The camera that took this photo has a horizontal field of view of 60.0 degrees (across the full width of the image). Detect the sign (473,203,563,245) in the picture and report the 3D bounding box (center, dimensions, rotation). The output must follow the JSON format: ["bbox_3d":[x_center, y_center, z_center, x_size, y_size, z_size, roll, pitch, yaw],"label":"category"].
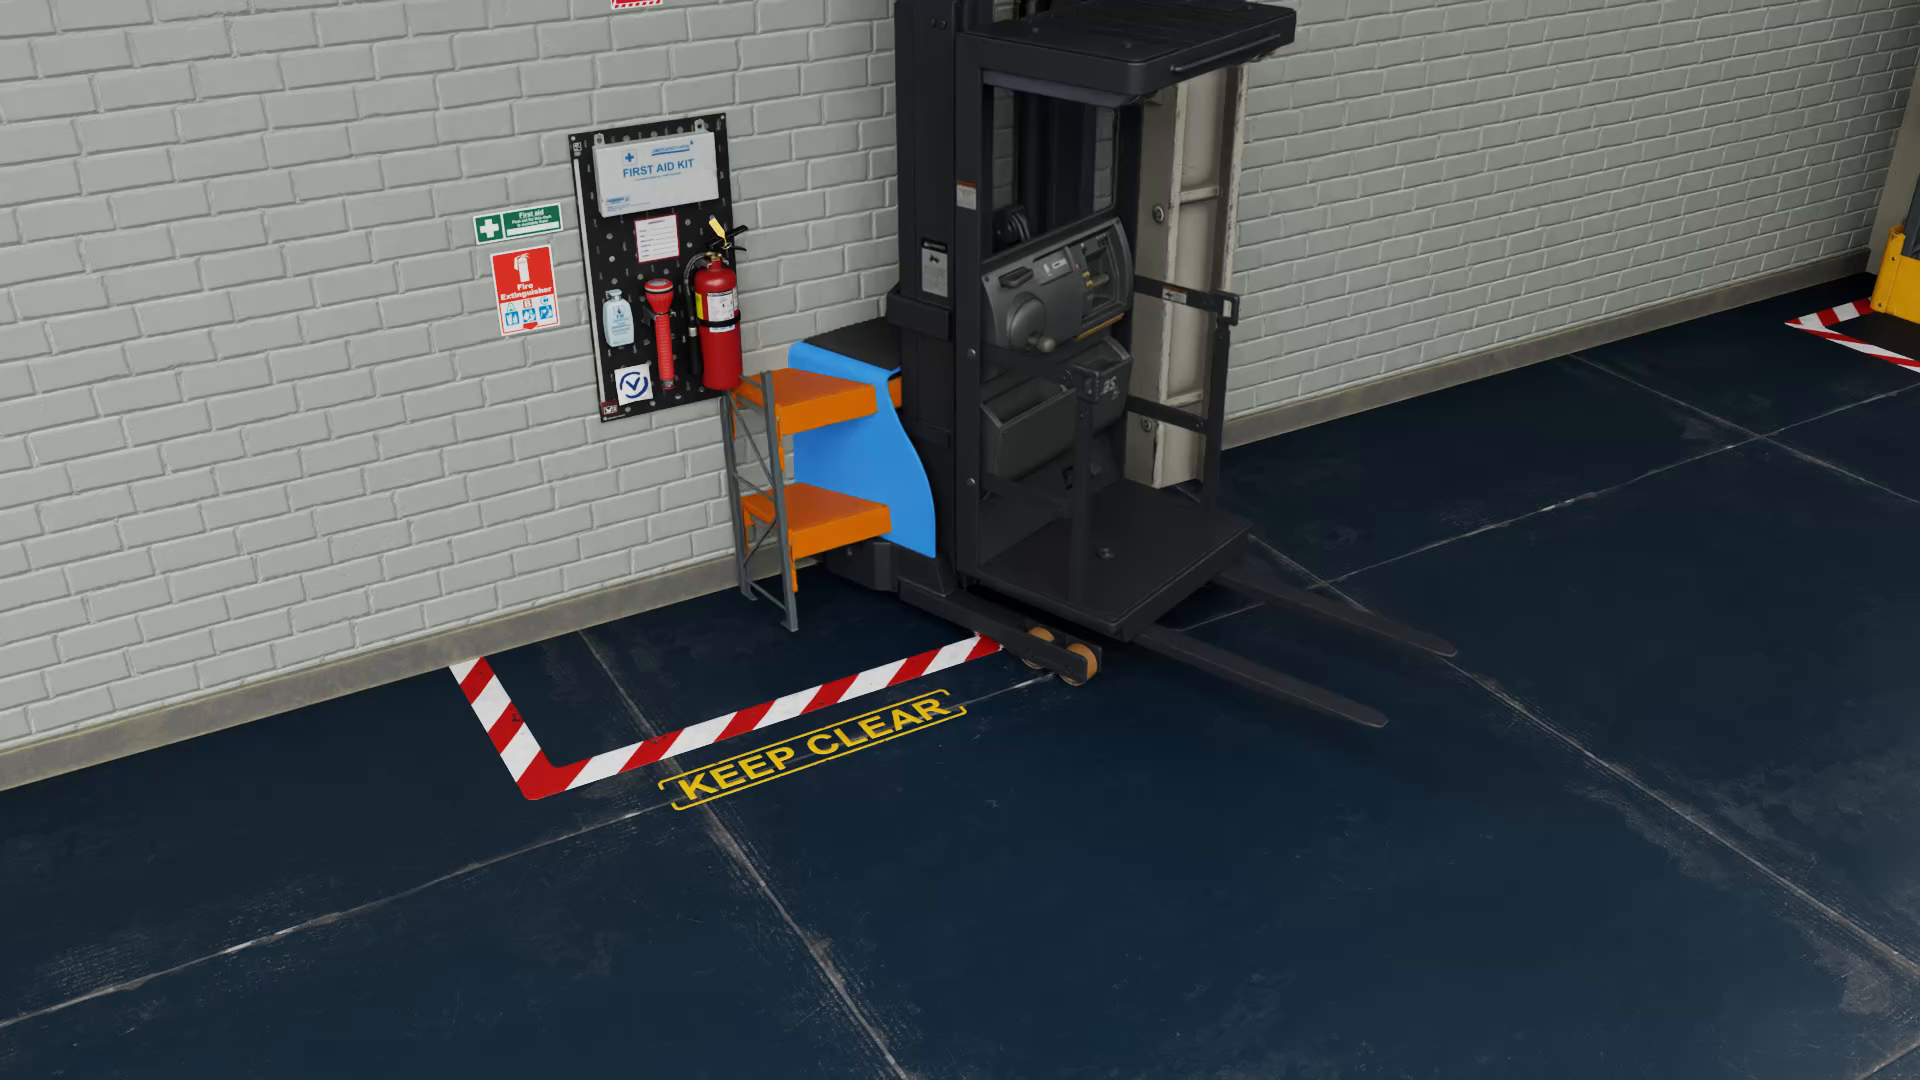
[{"bbox_3d":[-1.645,-1.180,6.198,0.331,0.109,0.001,-16,33,-26],"label":"sign"}]

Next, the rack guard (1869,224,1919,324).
[{"bbox_3d":[6.099,-1.477,9.910,0.348,0.500,1.175,-16,33,-26],"label":"rack guard"}]

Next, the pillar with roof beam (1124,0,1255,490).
[{"bbox_3d":[3.207,-2.449,2.875,0.400,9.000,9.100,-16,33,-26],"label":"pillar with roof beam"}]

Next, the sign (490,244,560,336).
[{"bbox_3d":[-1.653,-0.950,6.331,0.234,0.329,0.001,-16,33,-26],"label":"sign"}]

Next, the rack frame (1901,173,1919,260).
[{"bbox_3d":[6.033,-2.553,9.272,0.127,3.000,1.000,-16,33,-26],"label":"rack frame"}]

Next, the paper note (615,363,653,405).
[{"bbox_3d":[-1.312,-0.627,6.693,0.142,0.148,0.016,-16,33,-26],"label":"paper note"}]

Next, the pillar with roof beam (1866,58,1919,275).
[{"bbox_3d":[8.380,-3.918,5.536,0.400,9.000,9.100,-16,33,-26],"label":"pillar with roof beam"}]

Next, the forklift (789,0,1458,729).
[{"bbox_3d":[0.563,-0.988,6.507,3.031,2.935,1.130,21,35,33],"label":"forklift"}]

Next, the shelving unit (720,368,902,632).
[{"bbox_3d":[-0.423,-0.340,7.167,1.048,1.125,0.538,-17,26,-28],"label":"shelving unit"}]

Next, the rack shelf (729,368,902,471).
[{"bbox_3d":[-0.439,-0.609,7.053,1.000,0.278,0.538,-17,26,-28],"label":"rack shelf"}]

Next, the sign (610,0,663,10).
[{"bbox_3d":[-1.182,-2.082,6.018,0.199,0.298,0.001,-16,33,-26],"label":"sign"}]

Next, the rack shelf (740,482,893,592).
[{"bbox_3d":[-0.409,-0.115,7.262,1.000,0.278,0.538,-17,26,-28],"label":"rack shelf"}]

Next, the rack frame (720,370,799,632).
[{"bbox_3d":[-0.852,-0.212,6.926,0.032,1.125,0.500,-17,26,-28],"label":"rack frame"}]

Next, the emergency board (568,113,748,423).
[{"bbox_3d":[-1.124,-1.027,6.507,0.643,1.169,0.194,-16,33,-26],"label":"emergency board"}]
